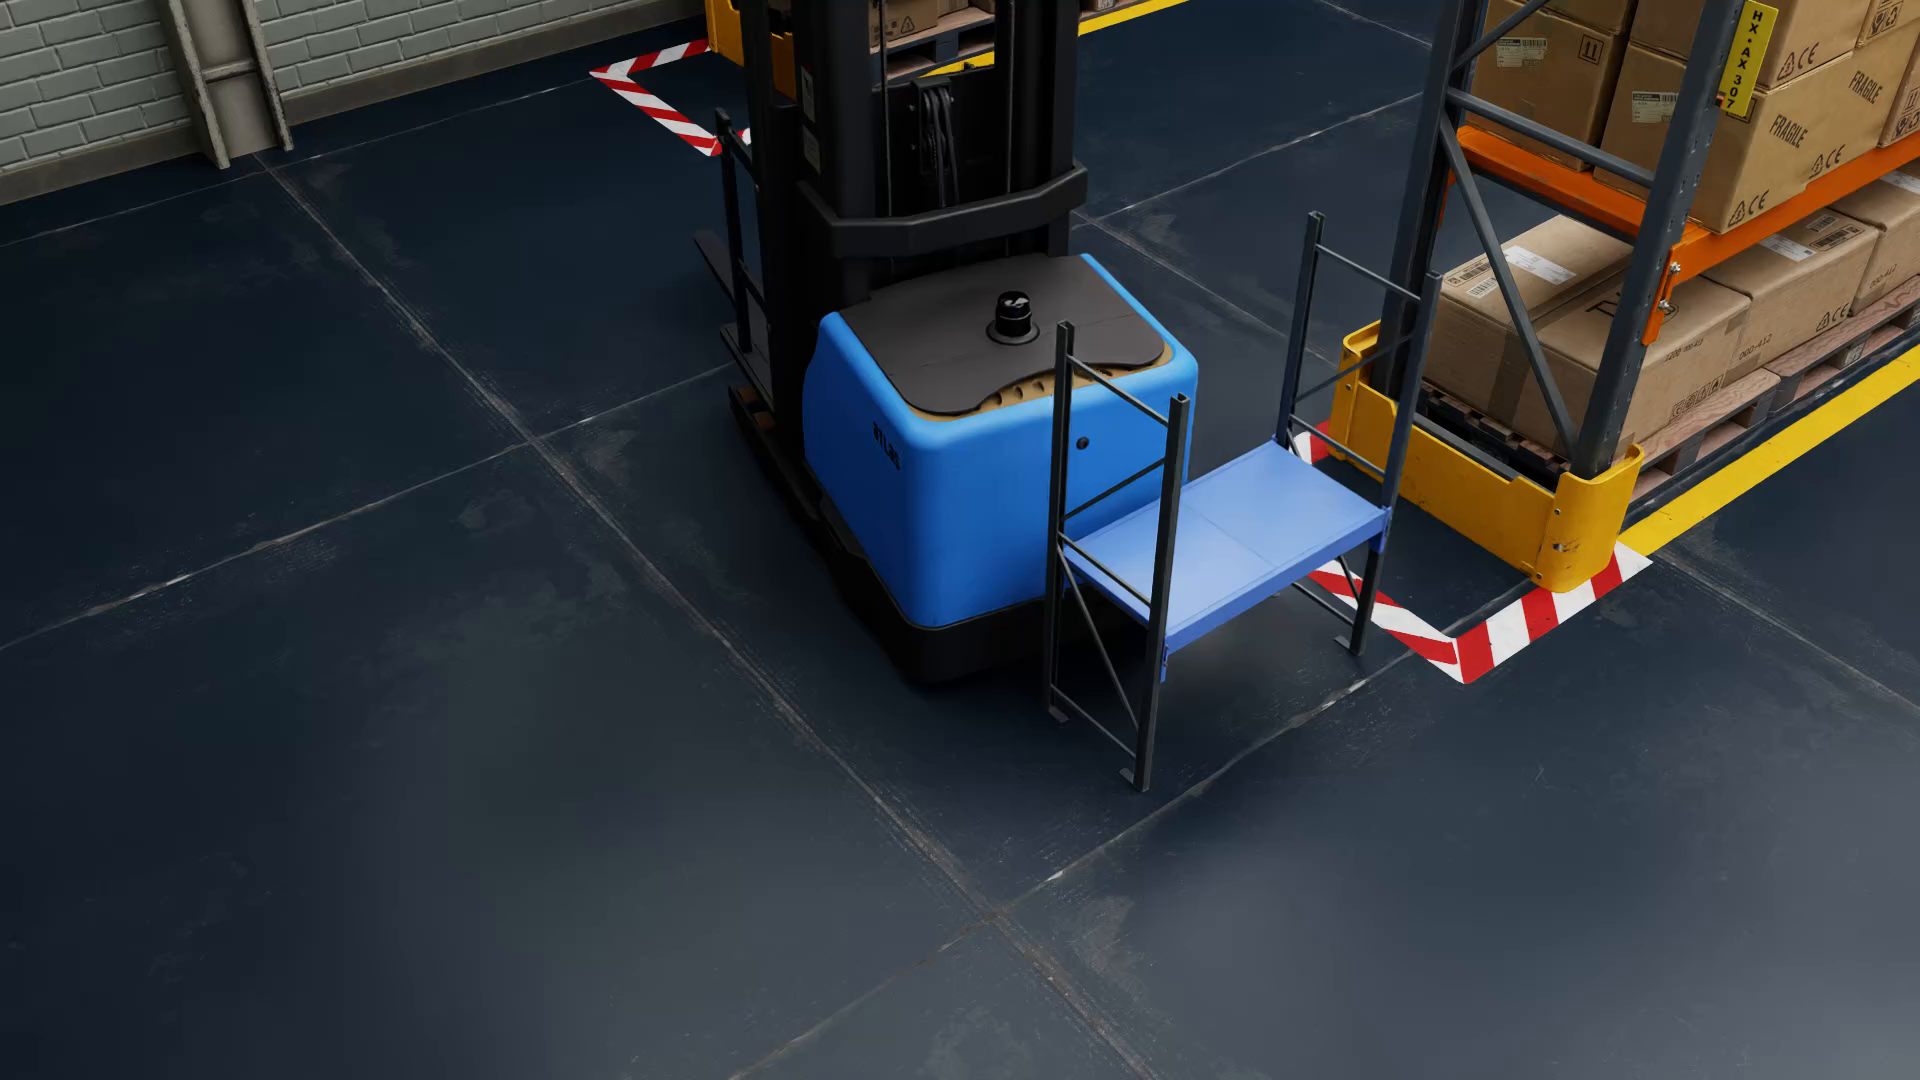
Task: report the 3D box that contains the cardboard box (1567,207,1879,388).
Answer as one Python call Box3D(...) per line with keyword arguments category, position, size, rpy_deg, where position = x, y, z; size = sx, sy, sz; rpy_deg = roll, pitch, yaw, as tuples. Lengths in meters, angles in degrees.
Box3D(category="cardboard box", position=(3.140, -1.154, 6.981), size=(0.875, 0.438, 0.875), rpy_deg=(-25, 45, -27))

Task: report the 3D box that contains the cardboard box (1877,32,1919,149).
Box3D(category="cardboard box", position=(3.311, -1.796, 5.995), size=(0.500, 0.500, 0.500), rpy_deg=(-26, 46, -28))

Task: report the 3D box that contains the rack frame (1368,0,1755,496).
Box3D(category="rack frame", position=(1.957, -1.319, 5.493), size=(0.127, 3.000, 1.000), rpy_deg=(-26, 46, -28))

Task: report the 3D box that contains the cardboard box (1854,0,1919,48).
Box3D(category="cardboard box", position=(2.917, -1.990, 5.443), size=(0.500, 0.500, 0.500), rpy_deg=(-27, 47, -29))

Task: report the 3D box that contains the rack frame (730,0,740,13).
Box3D(category="rack frame", position=(-1.070, -3.814, 8.534), size=(0.127, 3.000, 1.000), rpy_deg=(-26, 46, -28))

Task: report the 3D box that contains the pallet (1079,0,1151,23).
Box3D(category="pallet", position=(0.588, -3.542, 10.402), size=(1.213, 0.211, 1.003), rpy_deg=(-26, 46, -28))

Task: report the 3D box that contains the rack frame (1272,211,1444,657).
Box3D(category="rack frame", position=(1.235, -0.304, 5.437), size=(0.032, 1.500, 0.500), rpy_deg=(-26, 46, -28))

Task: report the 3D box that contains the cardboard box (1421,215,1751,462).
Box3D(category="cardboard box", position=(2.420, -0.796, 6.545), size=(0.875, 0.438, 0.875), rpy_deg=(-28, 47, -29))

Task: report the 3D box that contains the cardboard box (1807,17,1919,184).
Box3D(category="cardboard box", position=(2.897, -1.608, 5.767), size=(0.500, 0.500, 0.500), rpy_deg=(-27, 46, -29))

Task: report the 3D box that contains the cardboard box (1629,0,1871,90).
Box3D(category="cardboard box", position=(2.511, -1.787, 5.196), size=(0.500, 0.500, 0.500), rpy_deg=(-27, 46, -29))

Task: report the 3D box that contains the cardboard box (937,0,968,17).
Box3D(category="cardboard box", position=(-0.167, -3.207, 9.711), size=(0.250, 0.149, 0.380), rpy_deg=(-28, 47, -30))

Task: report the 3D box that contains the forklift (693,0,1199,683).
Box3D(category="forklift", position=(-0.291, -1.590, 5.877), size=(1.130, 2.935, 3.031), rpy_deg=(-16, 42, -19))

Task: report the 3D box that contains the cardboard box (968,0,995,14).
Box3D(category="cardboard box", position=(0.174, -3.509, 9.803), size=(0.500, 0.500, 0.700), rpy_deg=(-24, 45, -26))

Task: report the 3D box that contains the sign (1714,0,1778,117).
Box3D(category="sign", position=(2.291, -1.403, 4.850), size=(0.005, 0.325, 0.100), rpy_deg=(-26, 46, -28))

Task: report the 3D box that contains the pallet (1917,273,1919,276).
Box3D(category="pallet", position=(4.478, -1.532, 7.952), size=(1.213, 0.211, 1.003), rpy_deg=(-26, 46, -28))

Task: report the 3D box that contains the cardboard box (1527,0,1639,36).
Box3D(category="cardboard box", position=(2.194, -2.050, 5.517), size=(0.500, 0.500, 0.500), rpy_deg=(-24, 45, -27))

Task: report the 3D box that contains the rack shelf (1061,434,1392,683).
Box3D(category="rack shelf", position=(0.835, 0.034, 5.309), size=(1.000, 0.185, 0.538), rpy_deg=(-26, 46, -28))

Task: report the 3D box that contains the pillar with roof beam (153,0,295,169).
Box3D(category="pillar with roof beam", position=(-1.134, -3.380, 3.275), size=(0.400, 9.000, 9.100), rpy_deg=(-26, 46, -28))

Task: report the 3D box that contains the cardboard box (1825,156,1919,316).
Box3D(category="cardboard box", position=(3.856, -1.502, 7.405), size=(0.875, 0.438, 0.875), rpy_deg=(-27, 47, -29))

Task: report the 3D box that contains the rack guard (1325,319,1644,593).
Box3D(category="rack guard", position=(1.938, -0.343, 6.274), size=(0.348, 0.500, 1.175), rpy_deg=(-26, 46, -28))

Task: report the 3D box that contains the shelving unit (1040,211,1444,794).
Box3D(category="shelving unit", position=(0.835, -0.105, 5.195), size=(1.048, 1.500, 0.538), rpy_deg=(-26, 46, -28))

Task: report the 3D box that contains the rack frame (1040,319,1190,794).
Box3D(category="rack frame", position=(0.435, 0.094, 4.953), size=(0.032, 1.500, 0.500), rpy_deg=(-26, 46, -28))

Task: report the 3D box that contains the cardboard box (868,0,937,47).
Box3D(category="cardboard box", position=(-0.528, -3.200, 9.423), size=(0.637, 0.503, 0.797), rpy_deg=(-28, 47, -30))

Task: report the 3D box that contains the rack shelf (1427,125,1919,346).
Box3D(category="rack shelf", position=(3.543, -1.814, 6.663), size=(4.000, 0.370, 1.077), rpy_deg=(-26, 46, -28))

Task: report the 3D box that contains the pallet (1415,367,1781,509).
Box3D(category="pallet", position=(2.544, -0.589, 6.802), size=(1.213, 0.211, 1.003), rpy_deg=(-26, 46, -28))

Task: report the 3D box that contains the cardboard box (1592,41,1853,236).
Box3D(category="cardboard box", position=(2.513, -1.399, 5.511), size=(0.500, 0.500, 0.500), rpy_deg=(-26, 46, -28))

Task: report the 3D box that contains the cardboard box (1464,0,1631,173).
Box3D(category="cardboard box", position=(2.179, -1.677, 5.851), size=(0.500, 0.500, 0.500), rpy_deg=(-26, 46, -28))

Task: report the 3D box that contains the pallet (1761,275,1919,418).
Box3D(category="pallet", position=(3.510, -1.058, 7.374), size=(1.213, 0.211, 1.003), rpy_deg=(-26, 46, -28))

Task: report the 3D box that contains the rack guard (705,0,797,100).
Box3D(category="rack guard", position=(-1.010, -2.877, 9.363), size=(0.348, 0.500, 1.175), rpy_deg=(-26, 46, -28))

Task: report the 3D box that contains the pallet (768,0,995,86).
Box3D(category="pallet", position=(-0.378, -3.074, 9.830), size=(1.213, 0.211, 1.003), rpy_deg=(-26, 46, -28))
